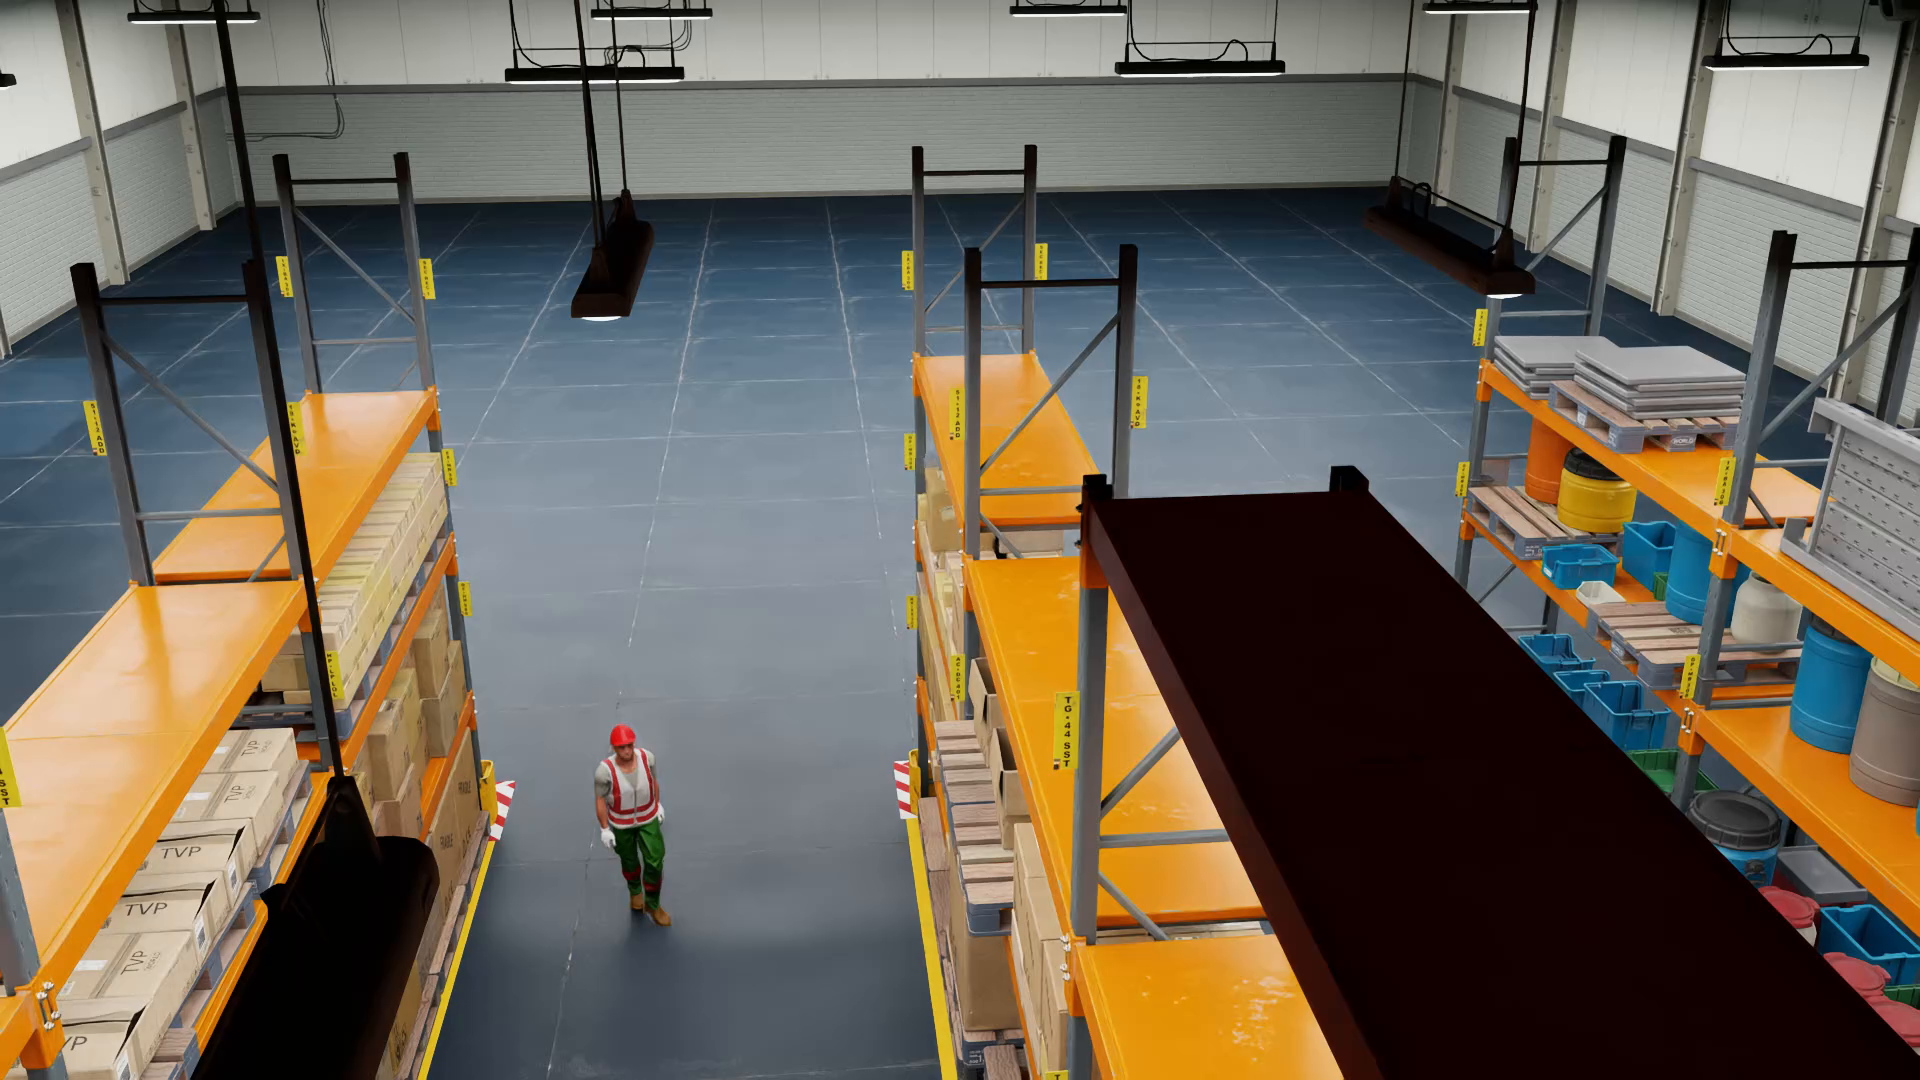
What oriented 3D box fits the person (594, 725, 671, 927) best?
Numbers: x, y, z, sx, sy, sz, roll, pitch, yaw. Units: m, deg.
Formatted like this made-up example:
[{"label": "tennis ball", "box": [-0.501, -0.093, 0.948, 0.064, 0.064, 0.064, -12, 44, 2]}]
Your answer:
[{"label": "person", "box": [-2.667, 2.275, 13.498, 0.554, 1.808, 0.542, -6, 22, -15]}]
